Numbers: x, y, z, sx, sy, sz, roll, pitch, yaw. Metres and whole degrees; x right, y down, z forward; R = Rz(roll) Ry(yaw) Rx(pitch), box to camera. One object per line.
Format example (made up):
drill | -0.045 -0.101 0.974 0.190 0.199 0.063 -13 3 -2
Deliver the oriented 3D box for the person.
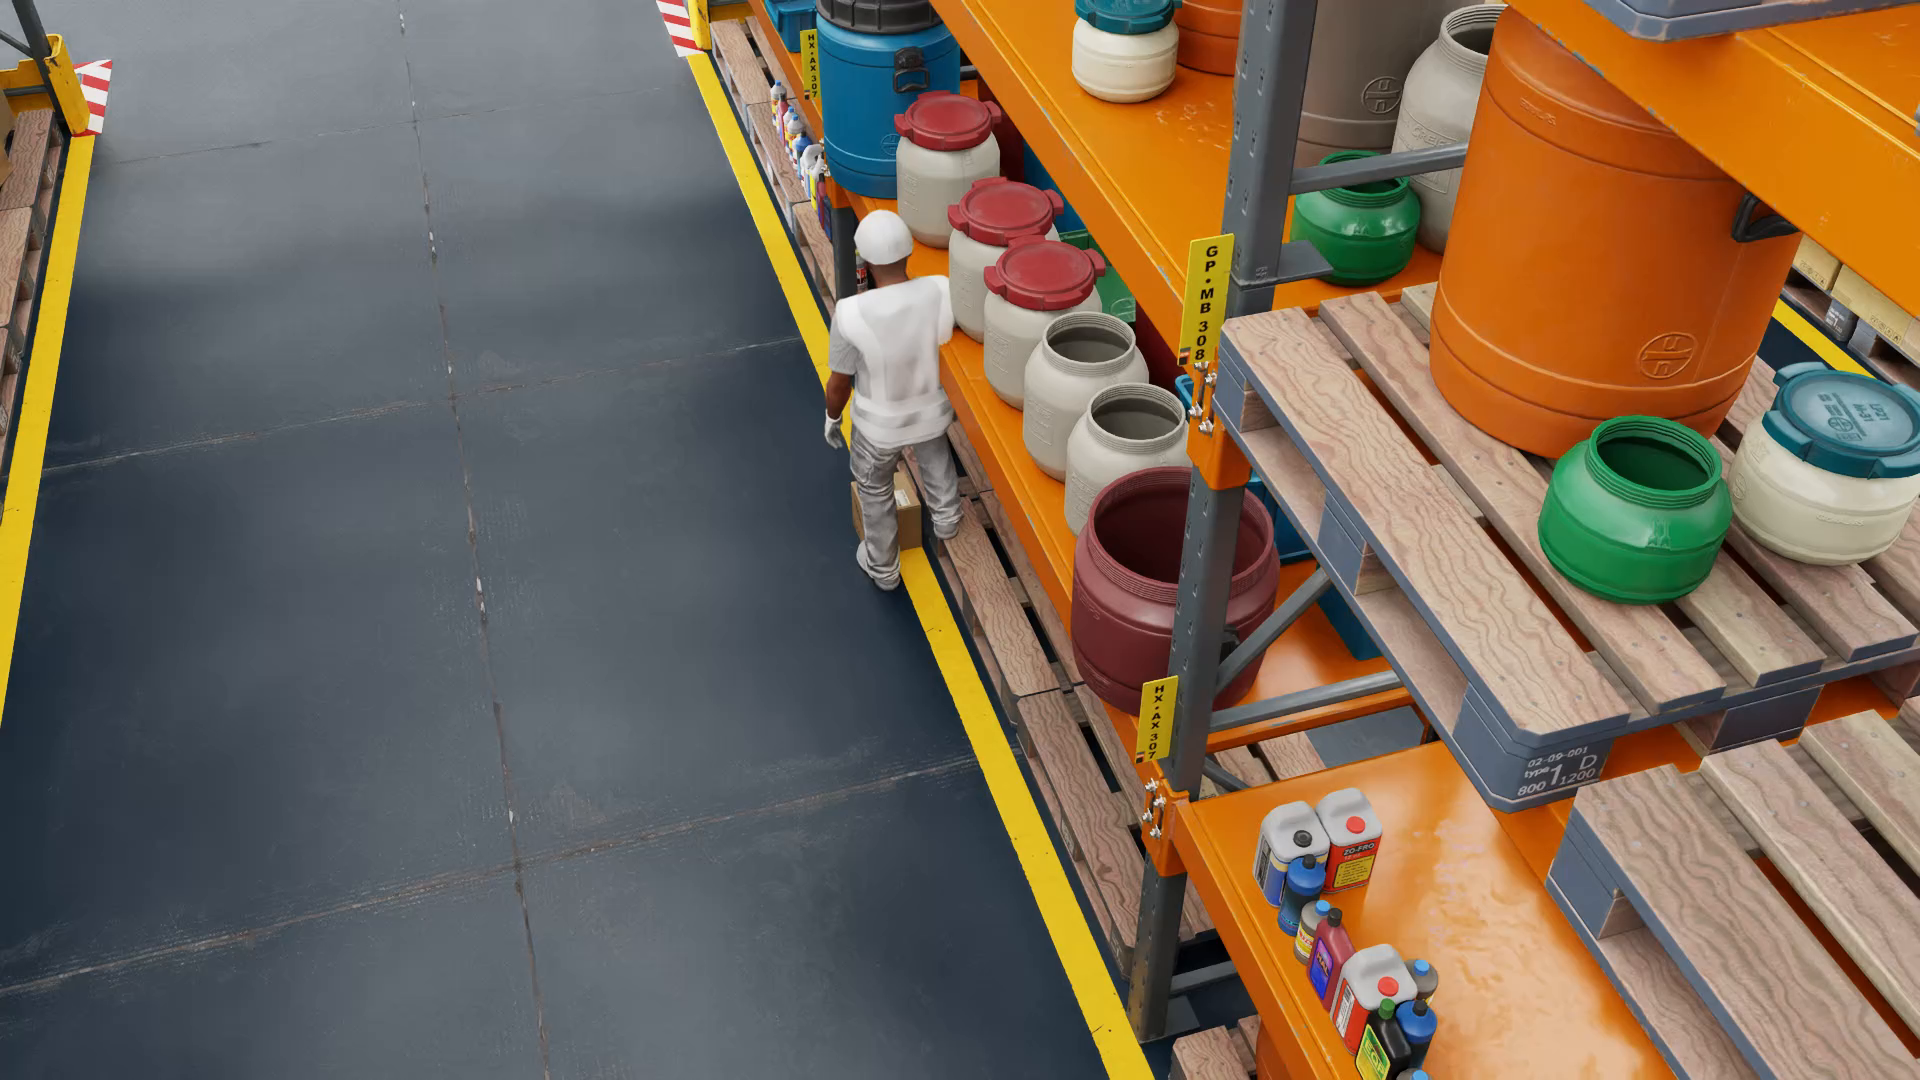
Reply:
person | -0.260 -0.559 6.770 0.622 1.780 0.519 -14 44 -15
